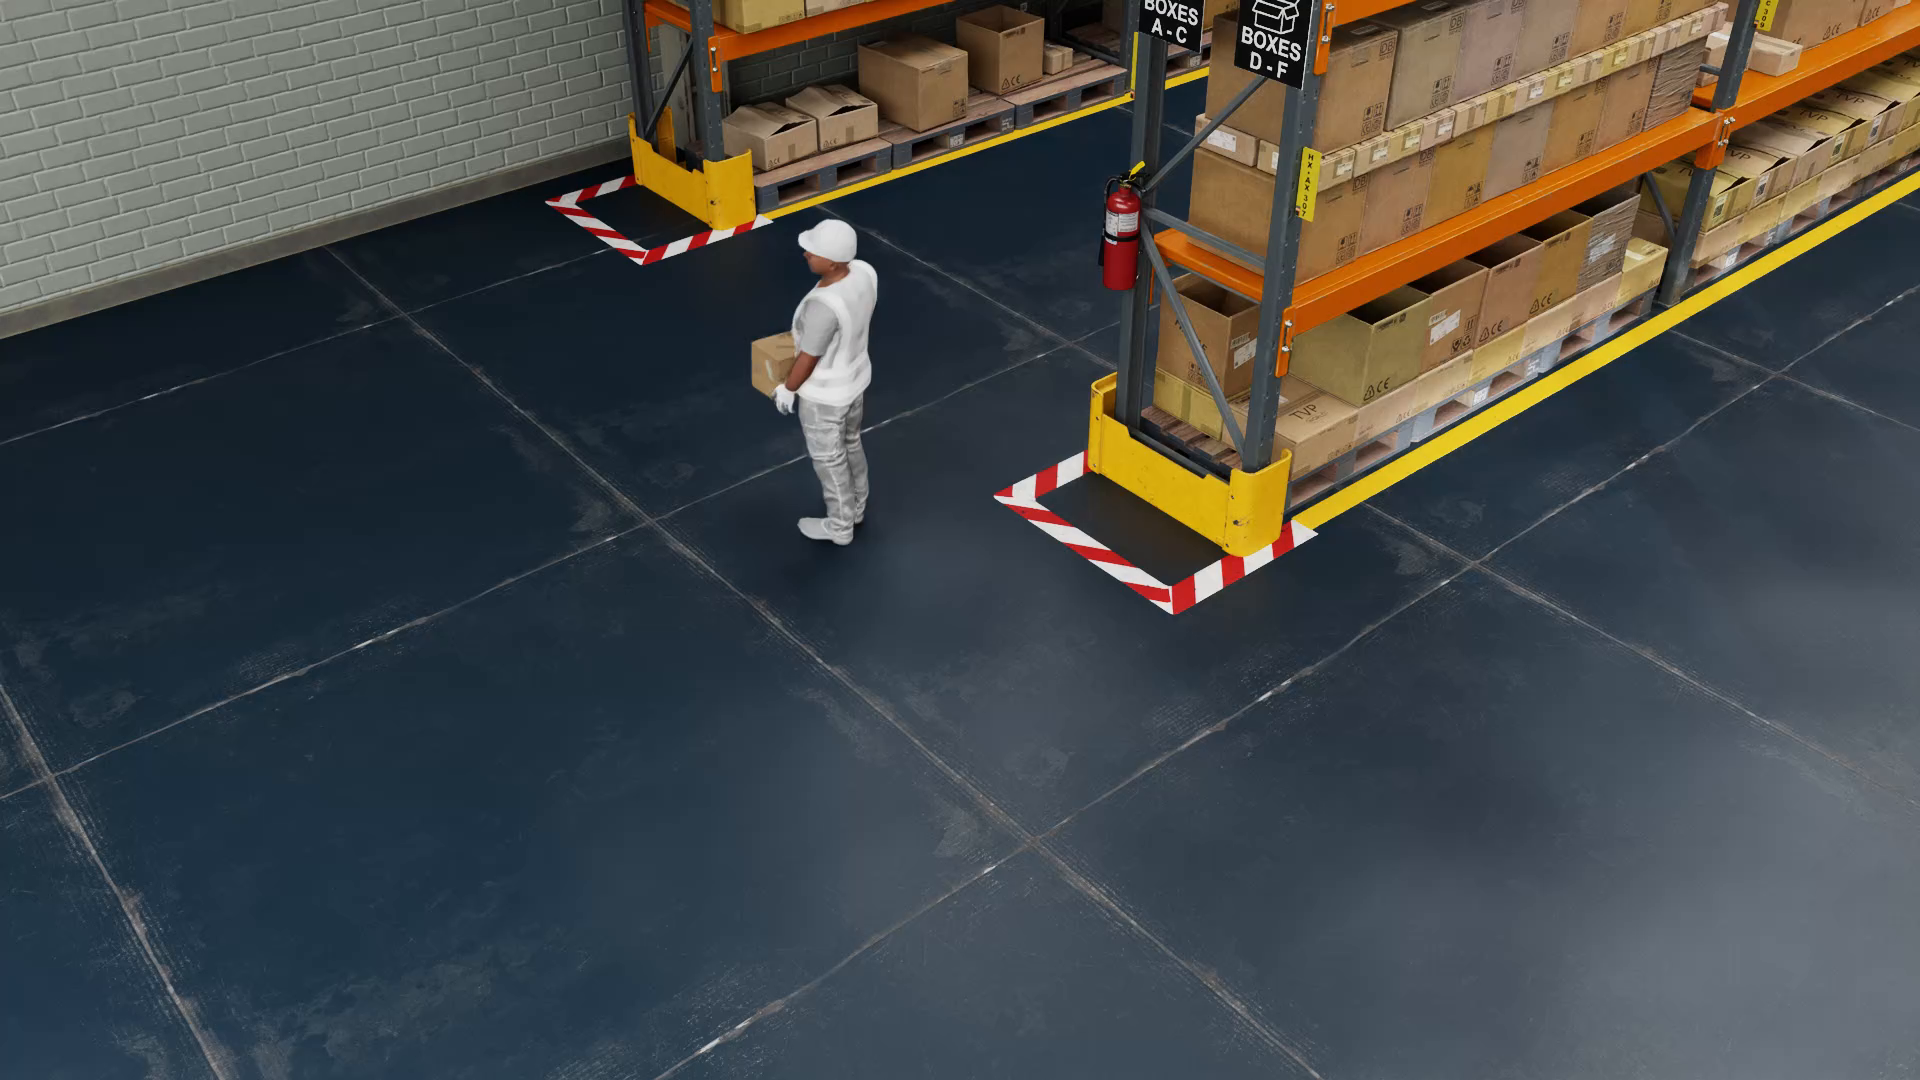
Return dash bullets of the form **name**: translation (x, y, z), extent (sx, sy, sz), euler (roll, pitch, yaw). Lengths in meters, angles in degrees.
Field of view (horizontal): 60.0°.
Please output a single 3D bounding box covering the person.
- **person**: translation (-0.655, -0.769, 8.117), extent (0.464, 1.791, 0.586), euler (14, 38, 19)
